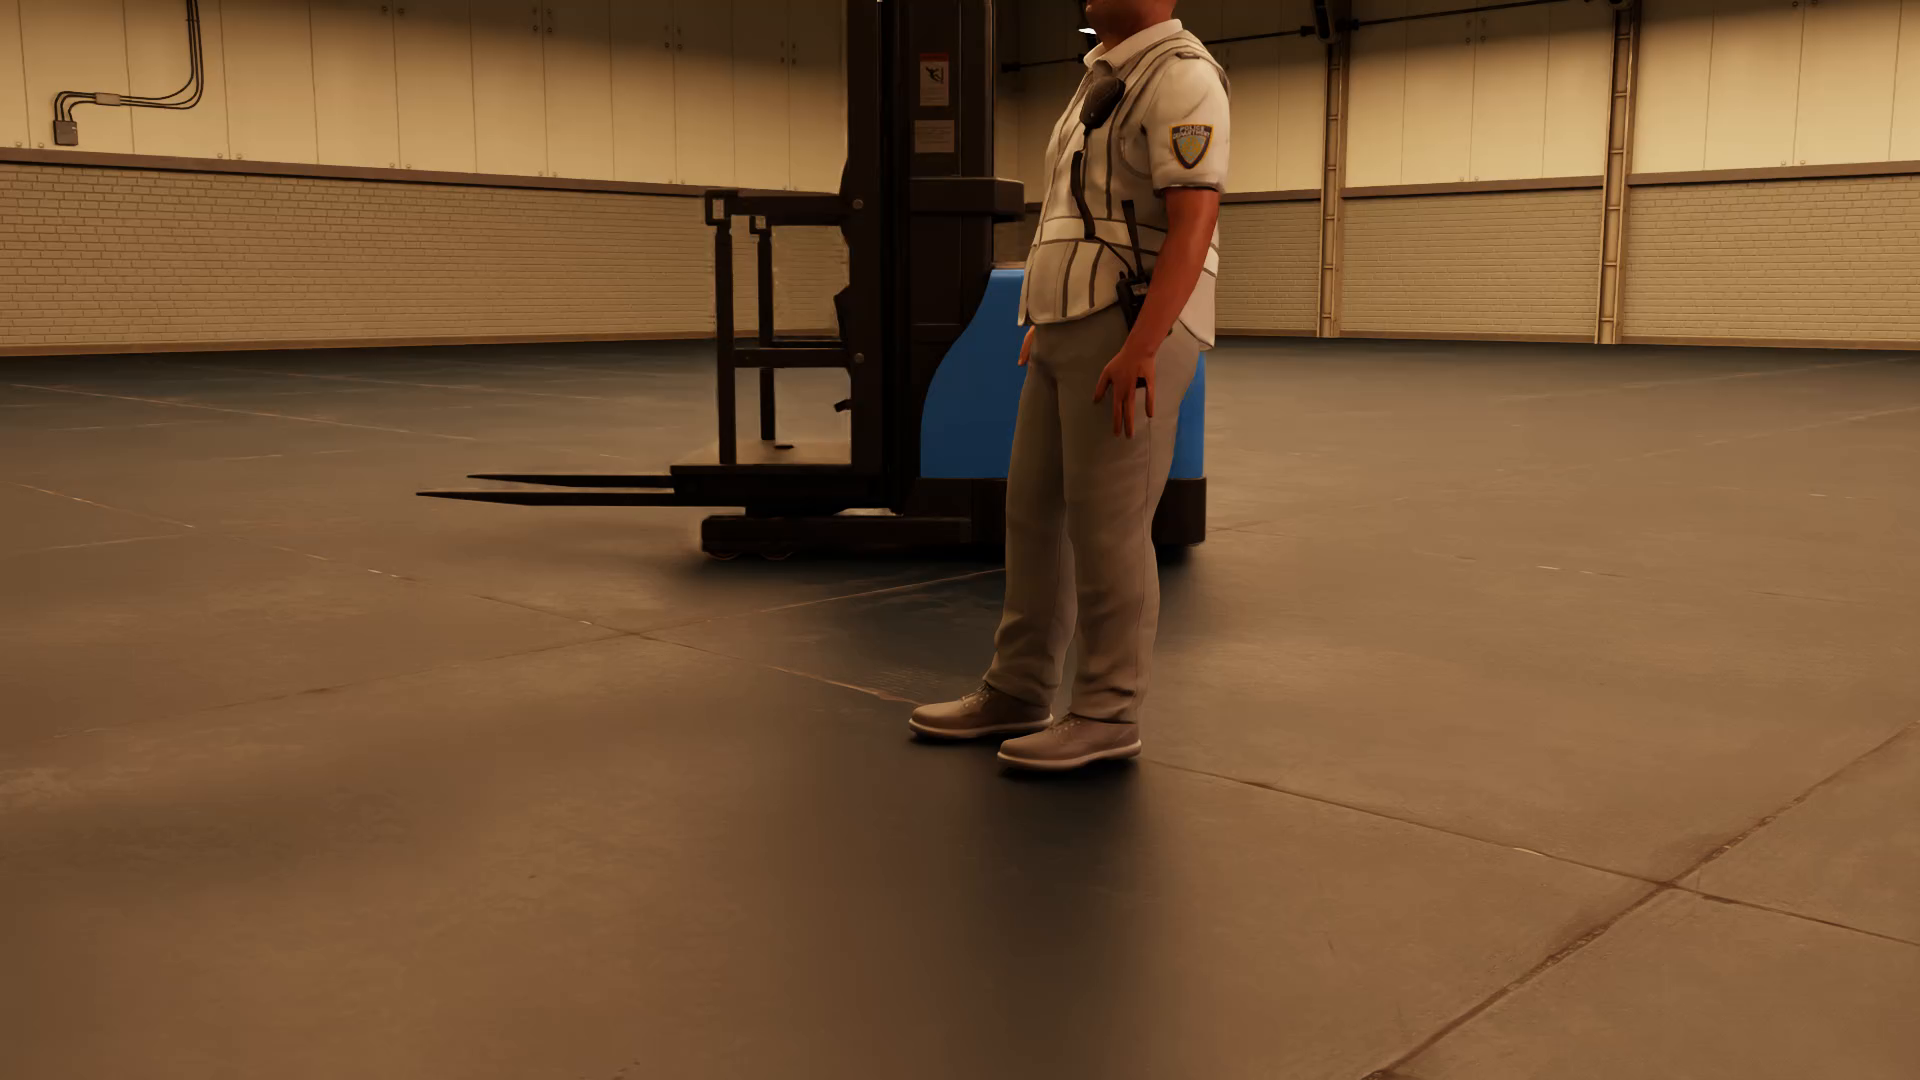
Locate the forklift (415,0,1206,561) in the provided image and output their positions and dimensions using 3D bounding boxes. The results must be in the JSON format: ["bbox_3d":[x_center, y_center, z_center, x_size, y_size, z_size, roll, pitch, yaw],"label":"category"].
[{"bbox_3d":[-0.581,-1.450,6.503,3.031,2.935,1.130,0,9,2],"label":"forklift"}]

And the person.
[{"bbox_3d":[0.231,-0.416,3.444,0.577,1.781,0.638,-2,9,-15],"label":"person"}]
